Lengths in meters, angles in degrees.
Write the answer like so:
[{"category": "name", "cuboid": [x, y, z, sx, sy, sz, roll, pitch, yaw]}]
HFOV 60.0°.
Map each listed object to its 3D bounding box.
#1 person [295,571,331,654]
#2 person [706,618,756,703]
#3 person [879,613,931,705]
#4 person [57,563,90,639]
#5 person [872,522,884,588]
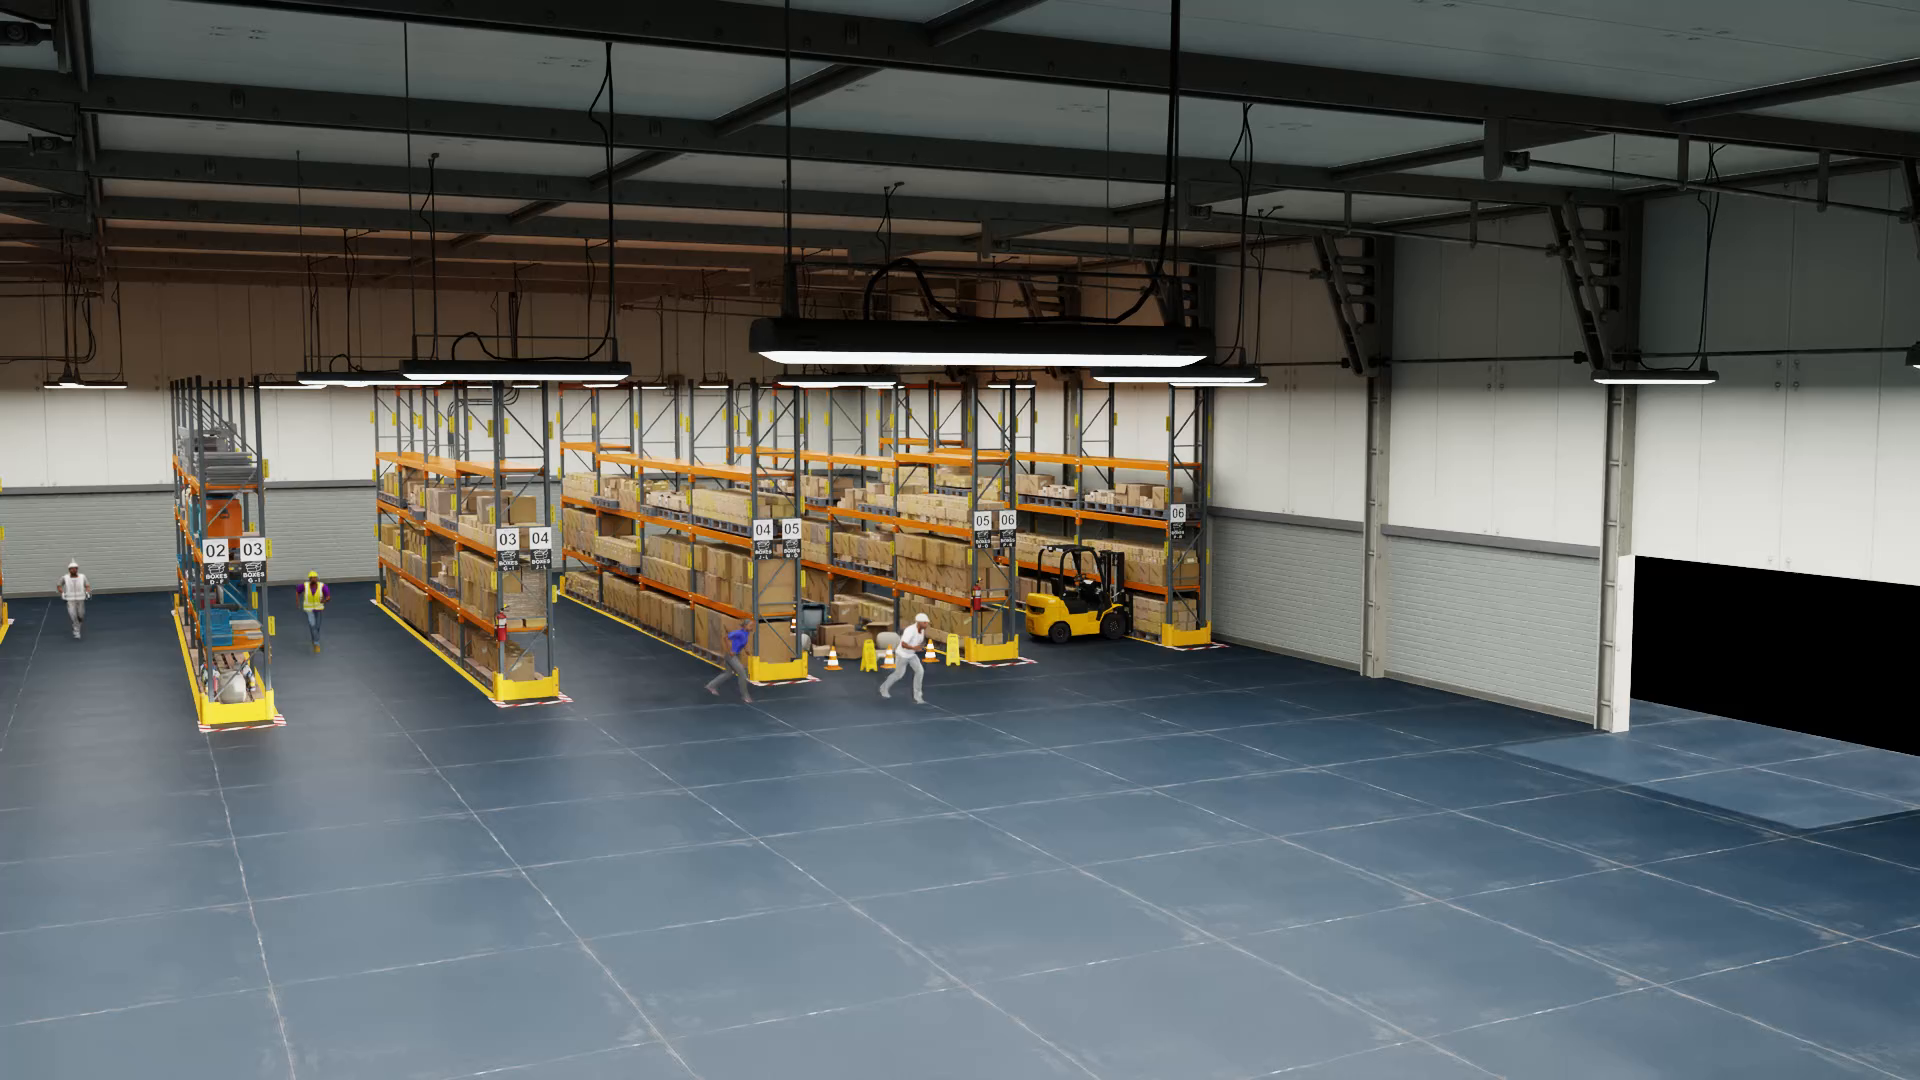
[{"category": "person", "cuboid": [-14.319, 1.568, 36.861, 0.729, 1.777, 1.027, -3, 6, -27]}, {"category": "person", "cuboid": [-4.256, 2.232, 30.724, 0.966, 1.616, 0.613, 2, 5, 18]}, {"category": "person", "cuboid": [-1.013, 2.185, 30.695, 1.043, 1.719, 0.745, 2, 6, 25]}, {"category": "person", "cuboid": [-20.702, 1.404, 38.872, 0.681, 1.759, 0.778, -3, 6, -34]}, {"category": "person", "cuboid": [-2.310, 0.439, 46.454, 0.726, 1.858, 0.919, -3, 6, -32]}]
